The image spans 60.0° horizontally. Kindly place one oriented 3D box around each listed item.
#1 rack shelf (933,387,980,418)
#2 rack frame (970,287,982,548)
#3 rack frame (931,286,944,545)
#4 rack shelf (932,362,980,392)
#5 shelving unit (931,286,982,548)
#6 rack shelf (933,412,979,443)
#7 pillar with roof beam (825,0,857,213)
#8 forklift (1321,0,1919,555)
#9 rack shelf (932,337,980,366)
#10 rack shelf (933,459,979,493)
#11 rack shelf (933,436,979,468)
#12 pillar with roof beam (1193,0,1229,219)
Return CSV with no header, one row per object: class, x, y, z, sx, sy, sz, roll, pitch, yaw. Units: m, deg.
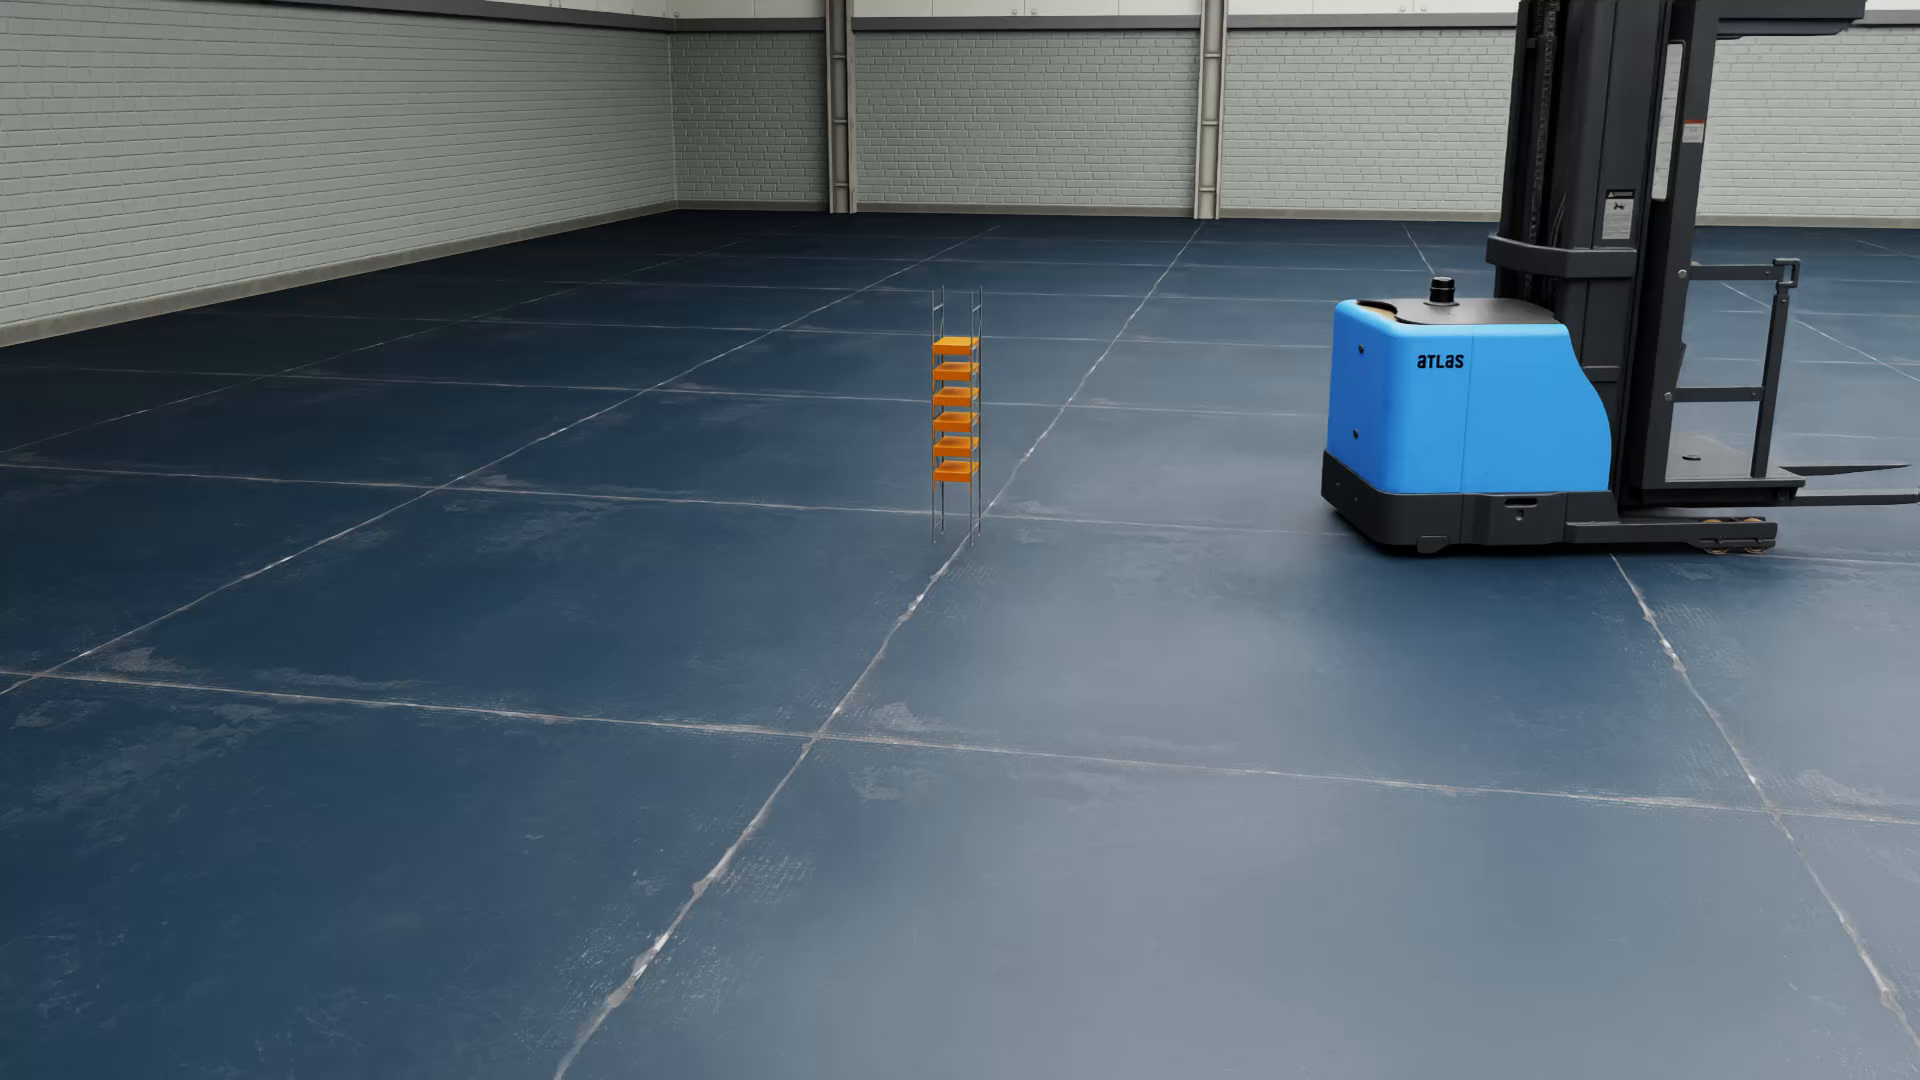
rack shelf,-0.014,-0.652,7.814,0.180,0.103,0.258,3,16,11
rack frame,0.075,-0.574,7.817,0.006,1.200,0.240,3,16,11
rack frame,-0.104,-0.584,7.852,0.006,1.200,0.240,3,16,11
rack shelf,-0.014,-0.767,7.782,0.180,0.103,0.258,3,16,11
shelving unit,-0.014,-0.579,7.835,0.189,1.200,0.258,3,16,11
rack shelf,-0.014,-0.536,7.846,0.180,0.103,0.258,3,16,11
pillar with roof beam,-2.799,-8.670,22.435,0.400,9.000,9.100,3,16,11
forklift,3.395,-1.483,7.856,3.031,2.935,1.130,-1,16,-4
rack shelf,-0.014,-0.883,7.750,0.180,0.103,0.258,3,16,11
rack shelf,-0.014,-0.305,7.911,0.180,0.103,0.258,3,16,11
rack shelf,-0.014,-0.421,7.879,0.180,0.103,0.258,3,16,11
pillar with roof beam,3.081,-8.351,21.283,0.400,9.000,9.100,3,16,11
